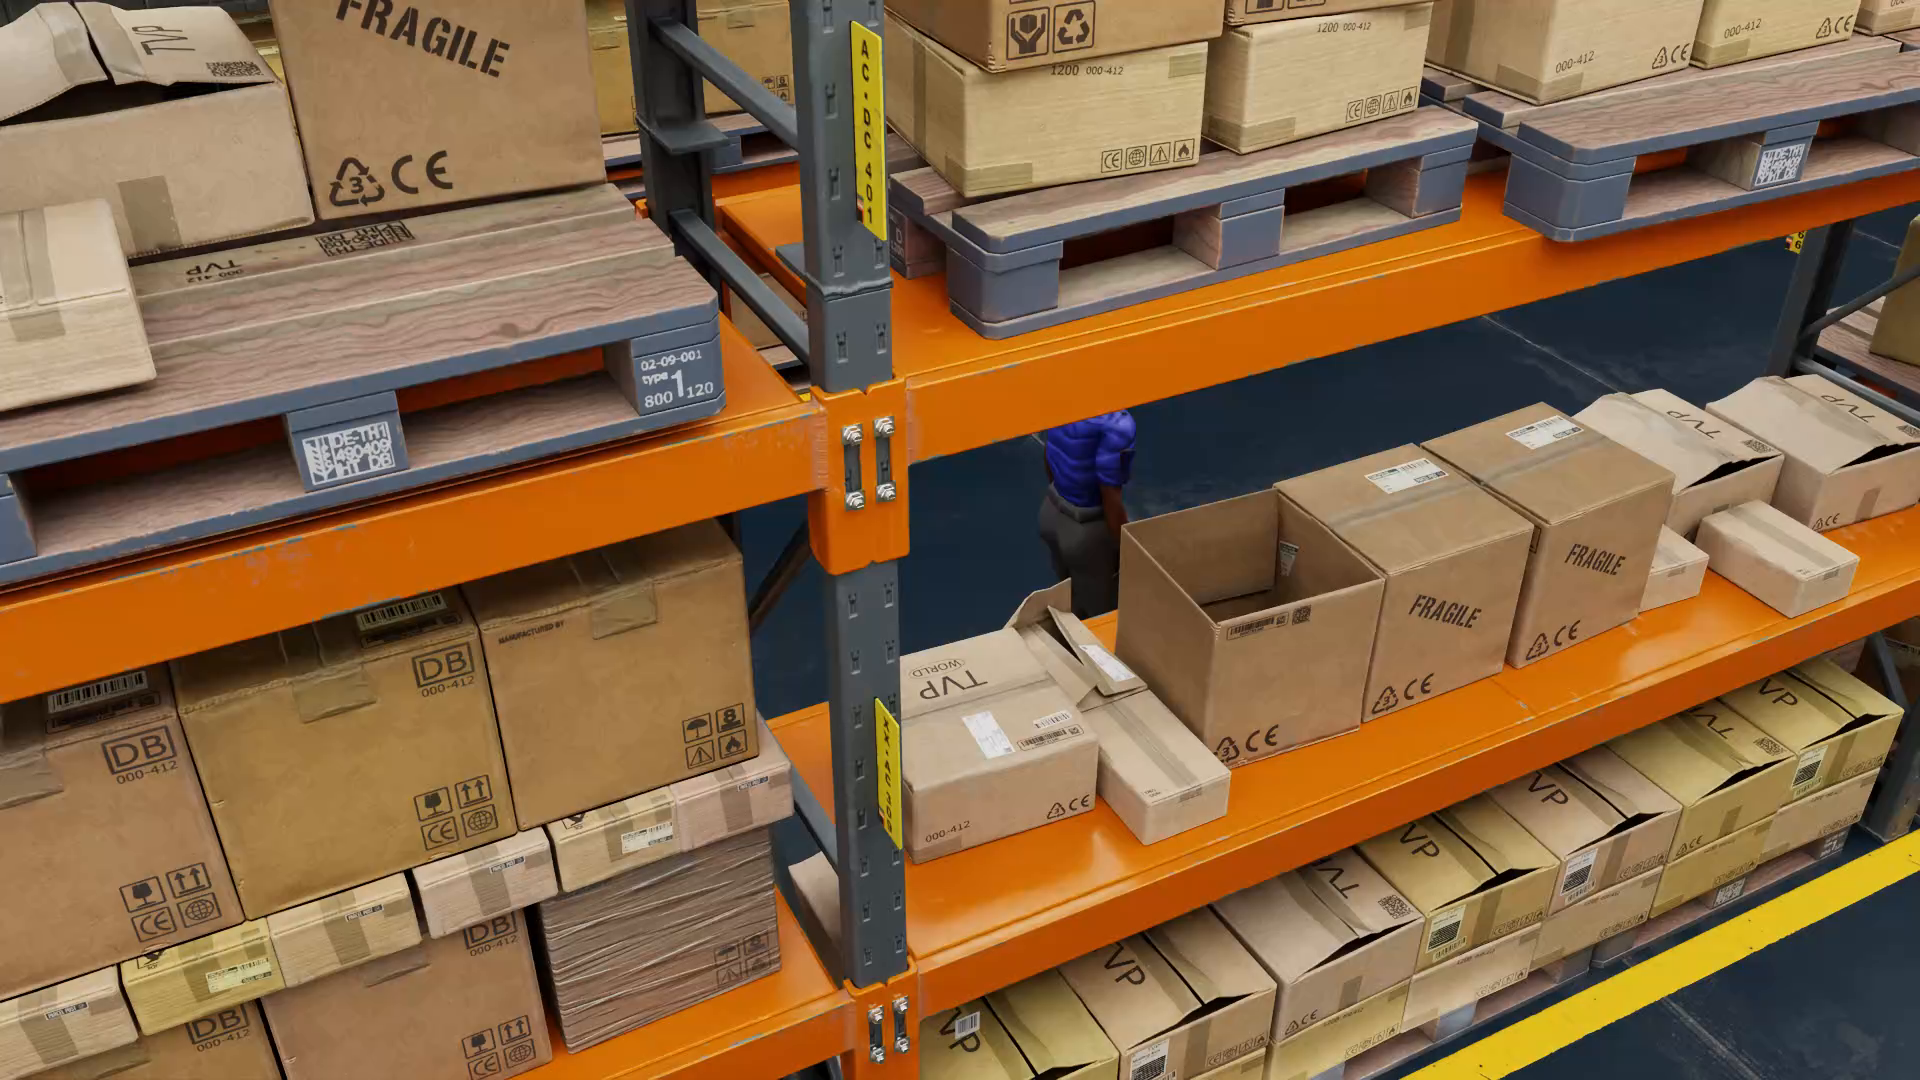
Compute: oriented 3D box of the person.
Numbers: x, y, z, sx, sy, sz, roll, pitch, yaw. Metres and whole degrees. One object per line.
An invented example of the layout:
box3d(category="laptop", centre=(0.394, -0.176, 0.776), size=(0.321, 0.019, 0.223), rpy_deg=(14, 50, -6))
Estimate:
box3d(category="person", centre=(0.509, -0.050, 6.221), size=(0.392, 1.654, 0.516), rpy_deg=(-16, 37, -23))
